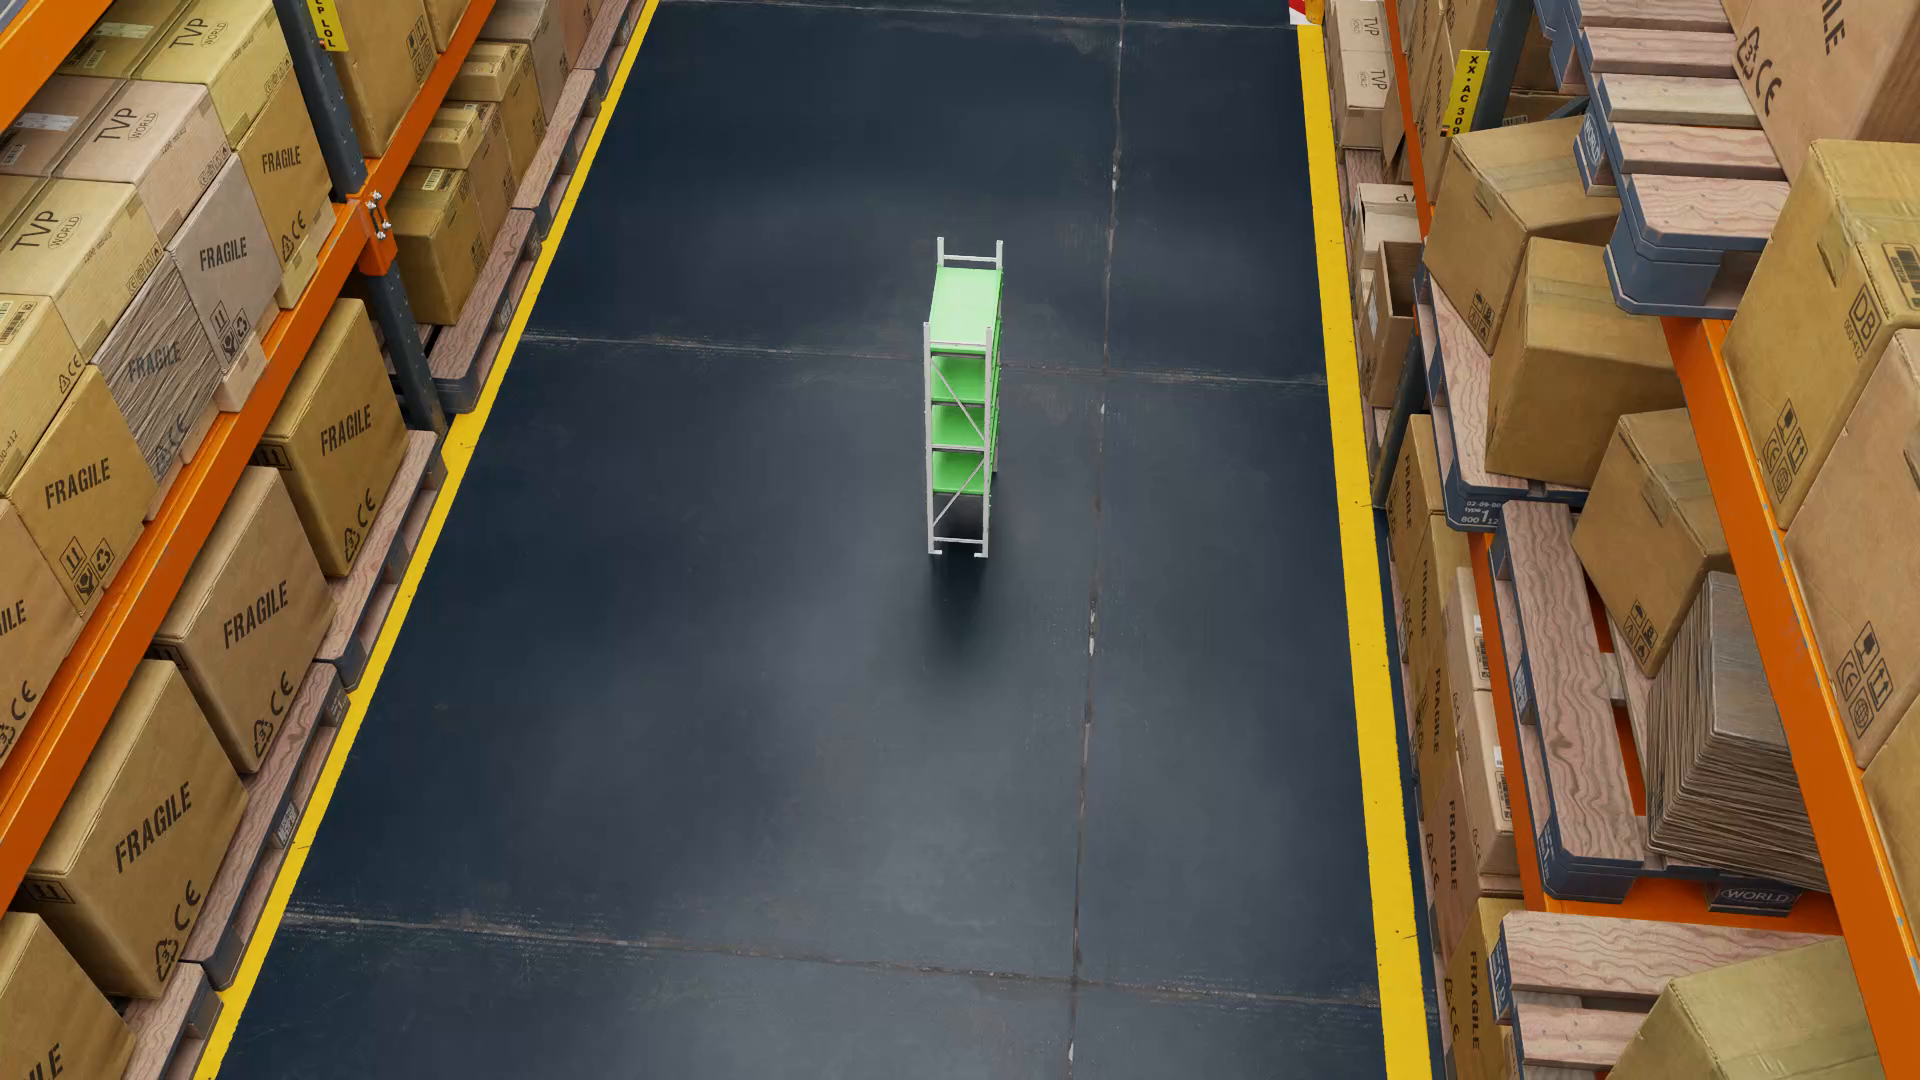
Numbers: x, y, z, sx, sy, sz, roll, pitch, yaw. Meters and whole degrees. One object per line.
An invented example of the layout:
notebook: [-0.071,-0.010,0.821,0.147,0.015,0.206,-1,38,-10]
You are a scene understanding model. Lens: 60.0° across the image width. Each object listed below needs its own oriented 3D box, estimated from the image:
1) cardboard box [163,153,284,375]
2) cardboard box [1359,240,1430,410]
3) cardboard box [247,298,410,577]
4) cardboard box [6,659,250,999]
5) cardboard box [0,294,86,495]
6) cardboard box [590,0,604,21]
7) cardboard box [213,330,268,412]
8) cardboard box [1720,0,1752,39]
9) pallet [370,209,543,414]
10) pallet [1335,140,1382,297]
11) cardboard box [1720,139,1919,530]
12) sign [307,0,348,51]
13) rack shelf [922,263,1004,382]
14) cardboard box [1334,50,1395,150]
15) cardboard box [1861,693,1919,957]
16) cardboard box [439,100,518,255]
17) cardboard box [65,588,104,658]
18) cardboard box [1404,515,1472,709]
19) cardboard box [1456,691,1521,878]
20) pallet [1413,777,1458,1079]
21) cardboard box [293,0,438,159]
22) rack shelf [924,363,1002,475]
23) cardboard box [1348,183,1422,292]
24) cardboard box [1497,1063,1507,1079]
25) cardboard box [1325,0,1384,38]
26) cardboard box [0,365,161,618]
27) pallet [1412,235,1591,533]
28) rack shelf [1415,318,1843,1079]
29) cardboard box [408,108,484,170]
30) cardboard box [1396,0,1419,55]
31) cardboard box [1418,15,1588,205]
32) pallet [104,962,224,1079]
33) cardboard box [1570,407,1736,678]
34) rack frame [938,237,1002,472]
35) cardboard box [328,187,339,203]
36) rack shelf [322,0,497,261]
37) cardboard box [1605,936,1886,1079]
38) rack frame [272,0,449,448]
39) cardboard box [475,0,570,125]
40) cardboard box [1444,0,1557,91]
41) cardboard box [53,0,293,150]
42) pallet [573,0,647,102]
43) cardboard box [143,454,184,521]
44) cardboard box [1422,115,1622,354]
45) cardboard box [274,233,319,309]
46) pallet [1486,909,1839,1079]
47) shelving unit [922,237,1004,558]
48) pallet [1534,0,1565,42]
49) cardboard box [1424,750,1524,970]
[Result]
cardboard box: [-2.548,-0.890,5.274,0.500,0.500,0.500,4,48,4]
cardboard box: [1.982,-0.893,6.955,0.500,0.500,0.500,4,48,4]
cardboard box: [-2.650,-0.410,6.291,0.750,0.750,0.750,4,48,4]
cardboard box: [-2.801,0.868,5.122,0.750,0.750,0.750,4,48,3]
cardboard box: [-2.657,-0.390,4.308,0.500,0.250,0.500,3,48,3]
cardboard box: [-2.320,-3.197,9.076,0.700,0.500,0.500,4,48,4]
cardboard box: [-2.503,-0.562,5.414,0.380,0.149,0.250,4,48,4]
cardboard box: [2.055,-1.514,3.675,0.600,0.600,0.600,3,48,3]
pallet: [-2.573,-1.093,7.632,1.003,0.211,1.213,4,48,4]
pallet: [2.385,-1.612,8.108,1.003,0.211,1.213,4,48,4]
cardboard box: [1.949,-0.337,2.950,0.910,0.500,0.500,4,48,4]
sign: [-2.179,-1.815,5.672,0.100,0.325,0.005,4,48,4]
rack shelf: [0.015,-0.807,6.137,0.258,0.148,0.480,4,48,4]
cardboard box: [2.154,-2.195,8.316,0.500,0.250,0.500,4,48,4]
cardboard box: [1.855,0.420,2.258,0.910,0.500,0.500,4,48,4]
cardboard box: [-2.501,-1.690,7.698,0.700,0.500,0.500,3,48,3]
cardboard box: [-2.695,0.183,4.733,0.380,0.149,0.250,4,48,4]
cardboard box: [1.889,0.277,5.886,0.500,0.500,0.500,4,48,4]
cardboard box: [1.790,0.735,4.959,0.500,0.250,0.500,3,48,3]
pallet: [2.068,1.290,5.453,1.003,0.211,1.213,4,48,4]
cardboard box: [-2.655,-1.979,6.350,0.980,0.700,0.700,5,48,4]
rack shelf: [0.015,-0.483,6.492,0.258,0.148,0.480,4,48,4]
cardboard box: [2.051,-1.380,7.529,0.500,0.311,0.500,4,48,4]
cardboard box: [1.700,1.781,4.510,0.500,0.500,0.500,6,48,5]
cardboard box: [2.174,-2.813,8.938,0.380,0.166,0.250,4,48,4]
cardboard box: [-2.643,-0.154,4.601,0.500,0.500,0.500,5,48,5]
pallet: [2.031,-0.505,5.335,1.003,0.211,1.213,4,48,4]
rack shelf: [2.031,0.562,4.716,1.077,0.370,4.000,4,48,4]
cardboard box: [-2.337,-1.779,7.341,0.380,0.149,0.250,5,48,5]
cardboard box: [2.093,-2.325,6.802,0.500,0.500,0.500,5,48,4]
cardboard box: [2.003,-1.568,6.110,0.500,0.500,0.500,5,48,4]
pallet: [-2.938,1.826,4.963,1.003,0.211,1.213,4,48,4]
cardboard box: [2.113,-0.023,4.412,0.700,0.500,0.500,-7,48,-6]
rack frame: [0.037,-0.706,6.608,0.240,1.200,0.015,4,48,4]
cardboard box: [-2.761,-1.447,7.036,0.380,0.149,0.250,4,48,3]
rack shelf: [-2.538,-2.707,7.707,1.077,0.370,4.000,4,48,4]
cardboard box: [1.794,1.143,3.345,0.700,0.500,0.500,-11,48,-10]
rack frame: [-2.720,-1.480,6.097,1.000,3.000,0.127,4,48,4]
cardboard box: [-2.411,-2.459,8.402,0.700,0.500,0.500,2,48,2]
cardboard box: [2.001,-1.910,5.745,0.500,0.500,0.500,4,48,4]
cardboard box: [-2.508,-1.514,5.337,0.500,0.250,0.500,5,48,4]
pallet: [-2.351,-2.886,9.272,1.003,0.211,1.213,4,48,4]
cardboard box: [-2.629,-0.204,5.087,0.380,0.149,0.250,3,48,2]
cardboard box: [1.947,-0.992,5.299,0.700,0.500,0.500,-11,48,-10]
cardboard box: [-2.469,-0.948,5.767,0.380,0.149,0.250,5,48,4]
pallet: [1.840,1.351,3.637,1.213,0.211,1.003,4,48,4]
shelving unit: [0.015,-0.527,6.444,0.258,1.200,0.503,4,48,4]
pallet: [2.084,-1.624,4.324,1.213,0.211,1.003,4,48,4]
cardboard box: [1.789,1.015,5.211,0.500,0.500,0.500,2,48,2]
